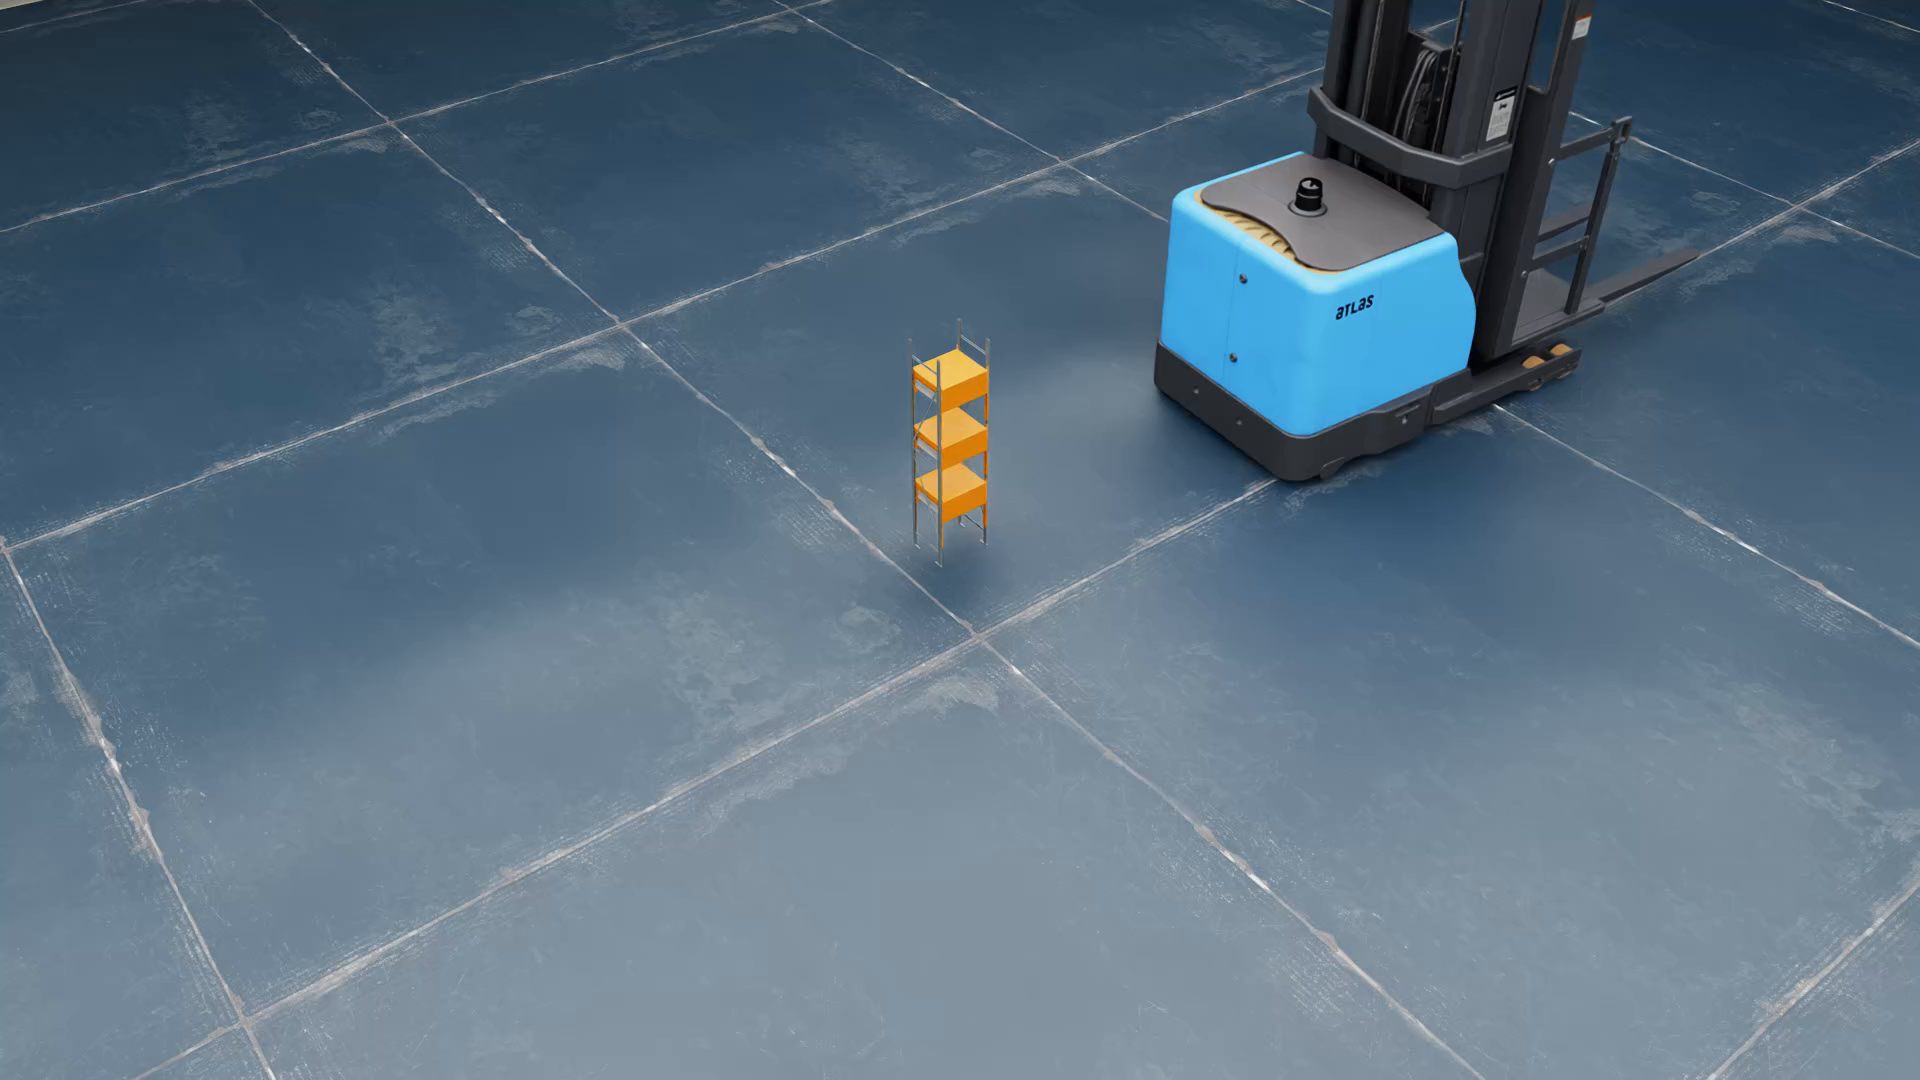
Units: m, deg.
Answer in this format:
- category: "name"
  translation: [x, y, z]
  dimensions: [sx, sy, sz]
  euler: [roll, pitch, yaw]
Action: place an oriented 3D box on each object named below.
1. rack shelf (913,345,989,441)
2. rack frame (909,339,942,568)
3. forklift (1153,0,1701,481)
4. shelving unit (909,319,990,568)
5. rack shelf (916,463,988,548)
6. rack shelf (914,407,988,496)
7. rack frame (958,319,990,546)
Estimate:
- category: "rack shelf"
  translation: [-0.042, -0.596, 6.719]
  dimensions: [0.240, 0.259, 0.215]
  euler: [-26, 46, -28]
- category: "rack frame"
  translation: [-0.139, -0.338, 6.834]
  dimensions: [0.008, 1.050, 0.200]
  euler: [-26, 46, -28]
- category: "forklift"
  translation: [2.452, -2.122, 7.526]
  dimensions: [3.031, 2.935, 1.130]
  euler: [-23, 45, -25]
- category: "shelving unit"
  translation: [-0.042, -0.385, 6.892]
  dimensions: [0.252, 1.050, 0.215]
  euler: [-26, 46, -28]
- category: "rack shelf"
  translation: [-0.042, -0.162, 7.075]
  dimensions: [0.240, 0.259, 0.215]
  euler: [-26, 46, -28]
- category: "rack shelf"
  translation: [-0.042, -0.377, 6.899]
  dimensions: [0.240, 0.259, 0.215]
  euler: [-26, 46, -28]
- category: "rack frame"
  translation: [0.054, -0.432, 6.949]
  dimensions: [0.008, 1.050, 0.200]
  euler: [-26, 46, -28]
